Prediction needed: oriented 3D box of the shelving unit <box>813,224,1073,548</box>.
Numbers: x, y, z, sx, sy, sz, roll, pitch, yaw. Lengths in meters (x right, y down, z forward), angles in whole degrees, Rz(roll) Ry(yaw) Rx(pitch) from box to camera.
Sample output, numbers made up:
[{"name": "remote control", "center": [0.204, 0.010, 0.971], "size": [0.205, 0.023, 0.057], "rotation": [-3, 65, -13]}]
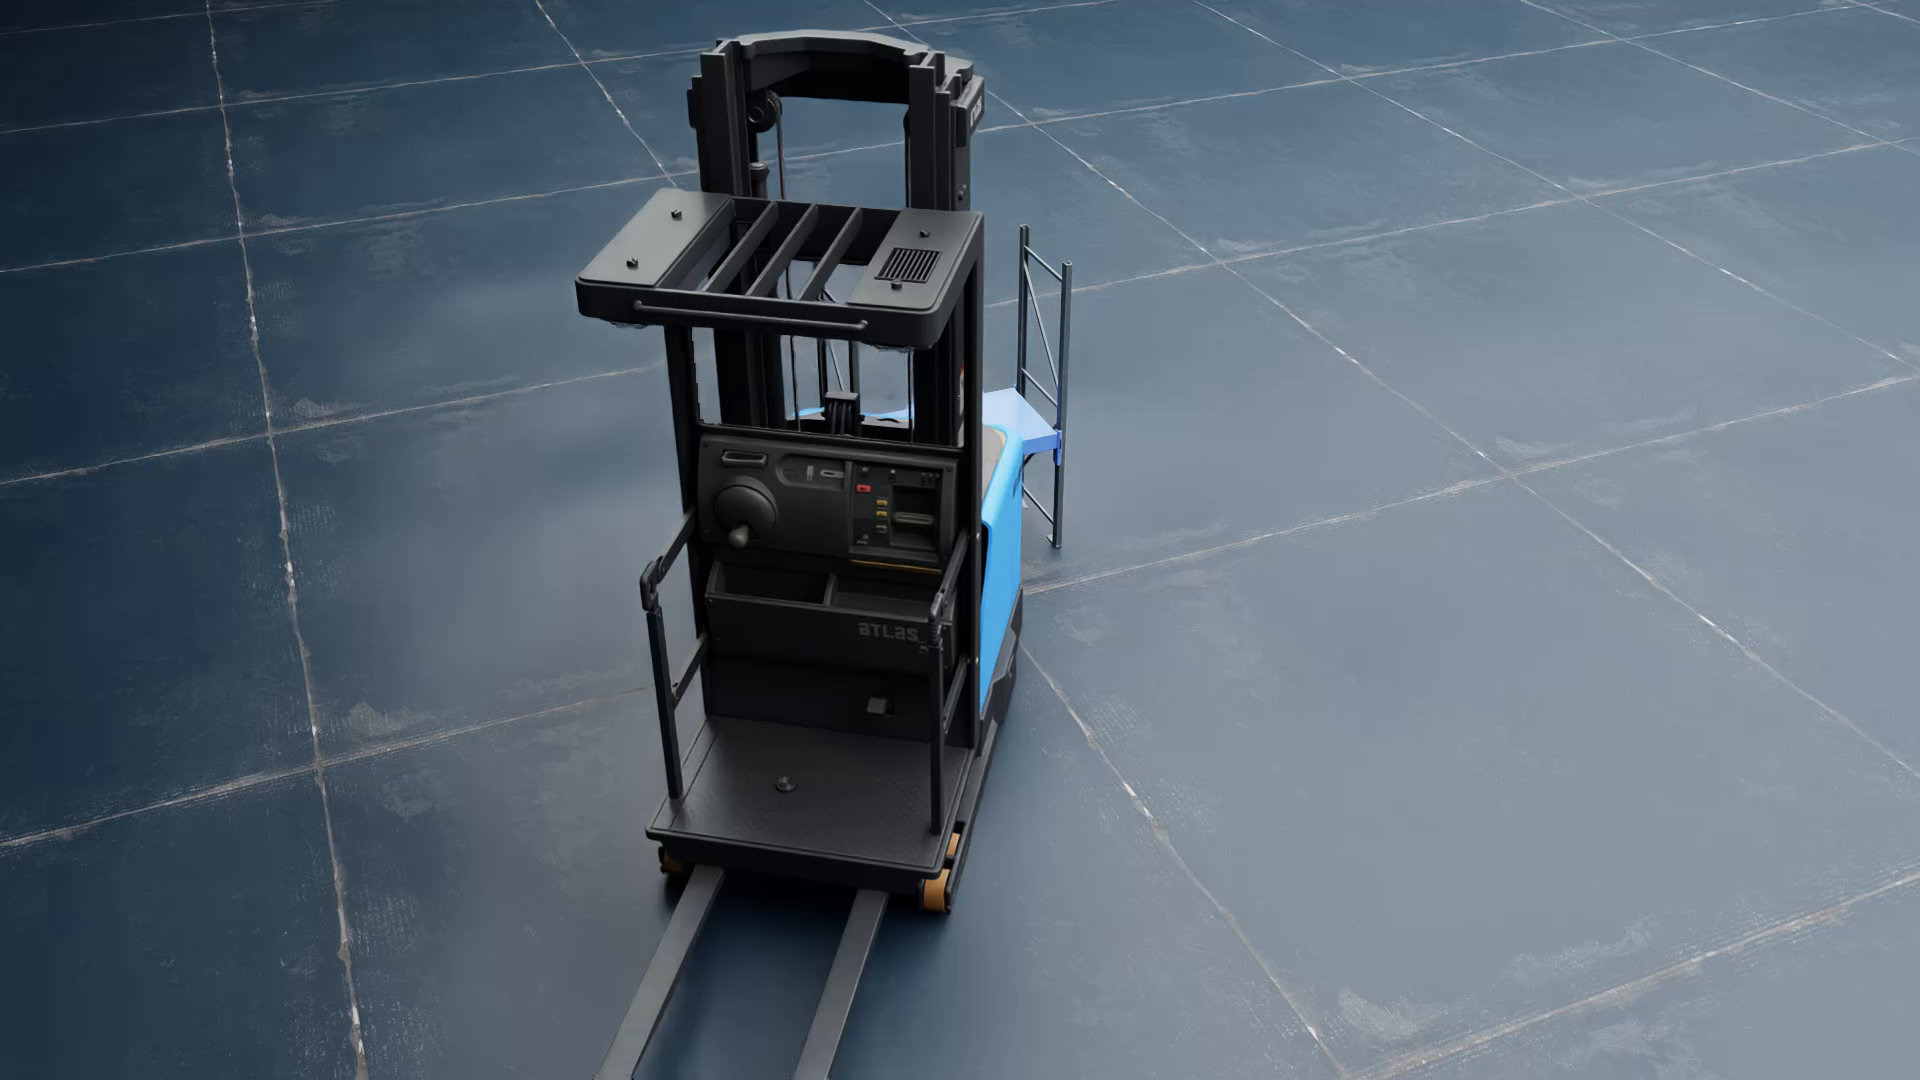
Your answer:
[{"name": "shelving unit", "center": [-0.079, -0.611, 7.813], "size": [1.048, 1.500, 0.538], "rotation": [-13, 35, -19]}]

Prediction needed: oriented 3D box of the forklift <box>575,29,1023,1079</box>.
[{"name": "forklift", "center": [-0.513, -0.077, 5.681], "size": [1.130, 2.935, 3.031], "rotation": [6, 34, 9]}]

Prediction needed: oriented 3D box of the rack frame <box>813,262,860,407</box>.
[{"name": "rack frame", "center": [-0.547, -0.503, 7.648], "size": [0.032, 1.500, 0.500], "rotation": [-13, 35, -19]}]

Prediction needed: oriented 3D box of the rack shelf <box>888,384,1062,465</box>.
[{"name": "rack shelf", "center": [-0.079, -0.460, 7.911], "size": [1.000, 0.185, 0.538], "rotation": [-13, 35, -19]}]

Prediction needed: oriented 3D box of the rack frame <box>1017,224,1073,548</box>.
[{"name": "rack frame", "center": [0.390, -0.718, 7.978], "size": [0.032, 1.500, 0.500], "rotation": [-13, 35, -19]}]
